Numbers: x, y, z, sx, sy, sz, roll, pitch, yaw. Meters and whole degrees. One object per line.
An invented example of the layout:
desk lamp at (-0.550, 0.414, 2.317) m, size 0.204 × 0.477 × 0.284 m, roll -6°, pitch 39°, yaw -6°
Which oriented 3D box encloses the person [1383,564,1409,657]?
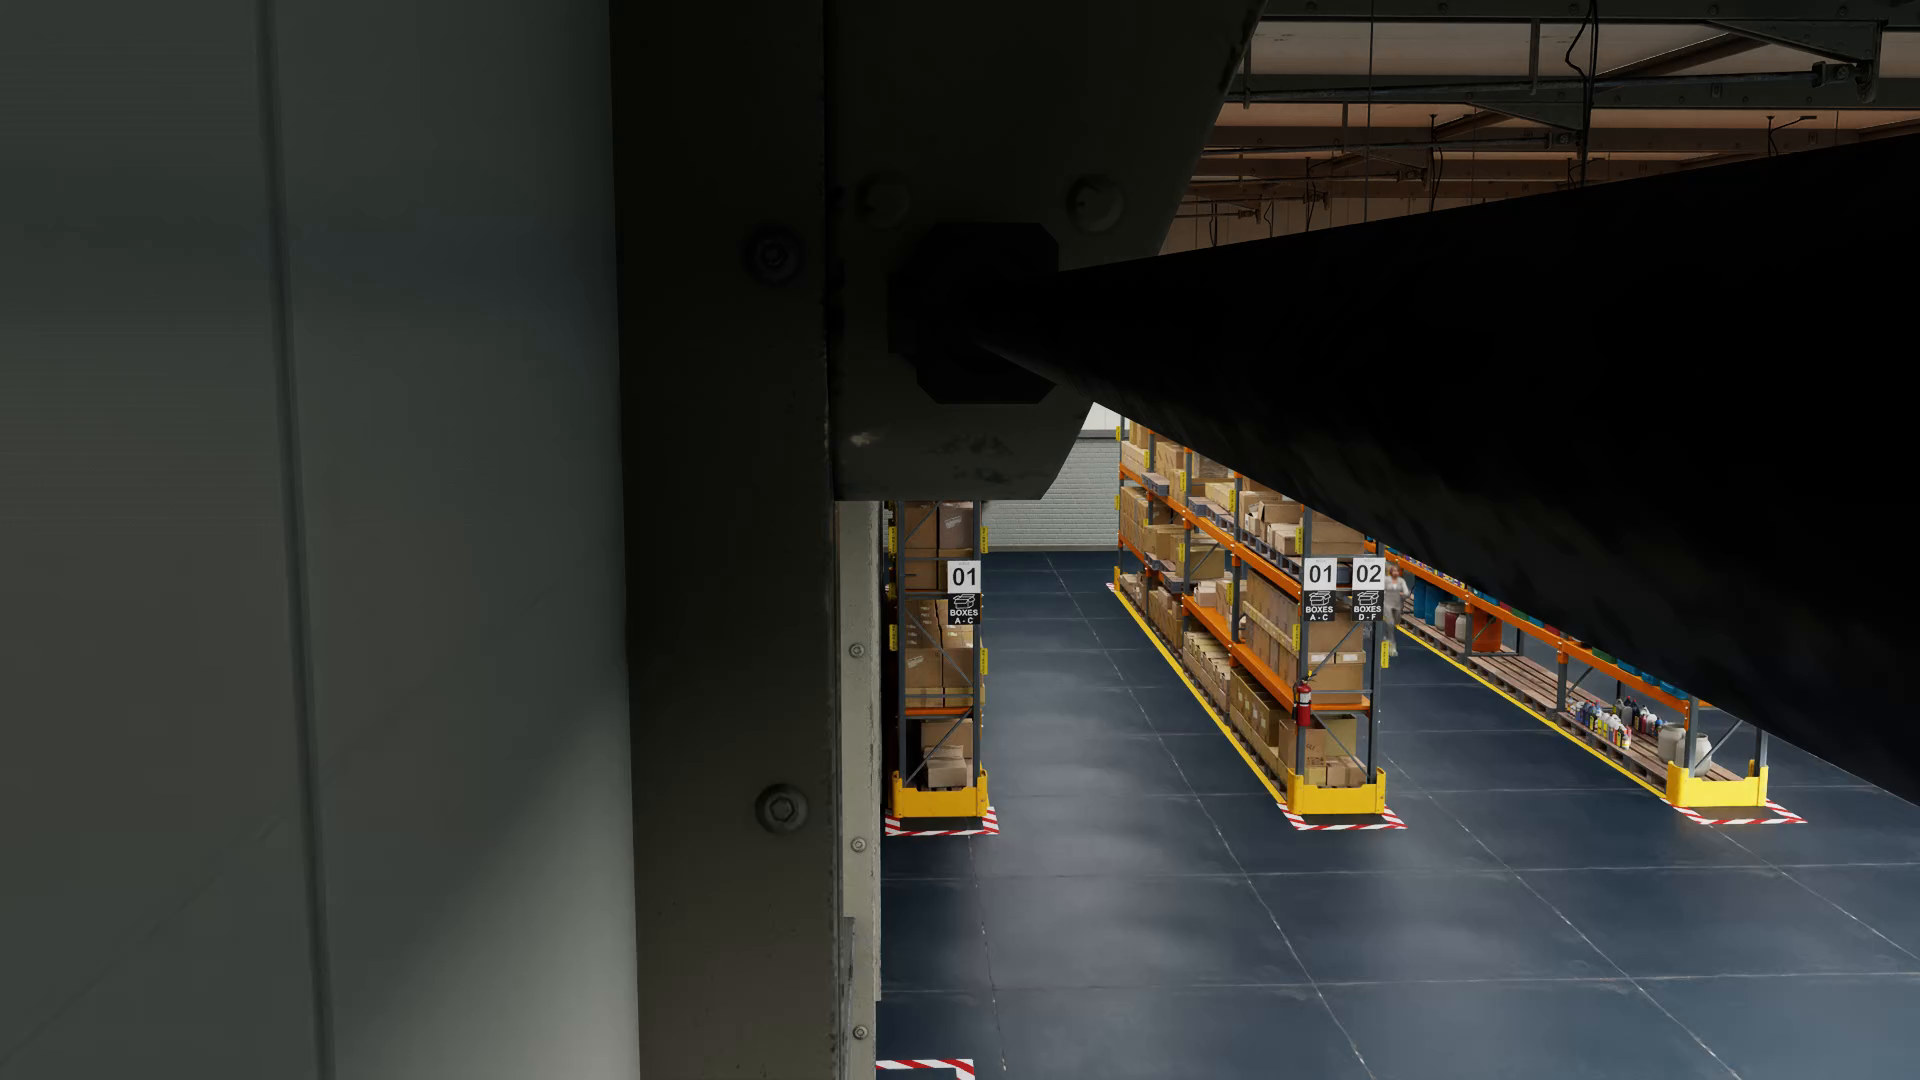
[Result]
person at (7.767, 1.223, 29.859) m, size 0.525 × 1.602 × 0.858 m, roll 0°, pitch 8°, yaw -3°
